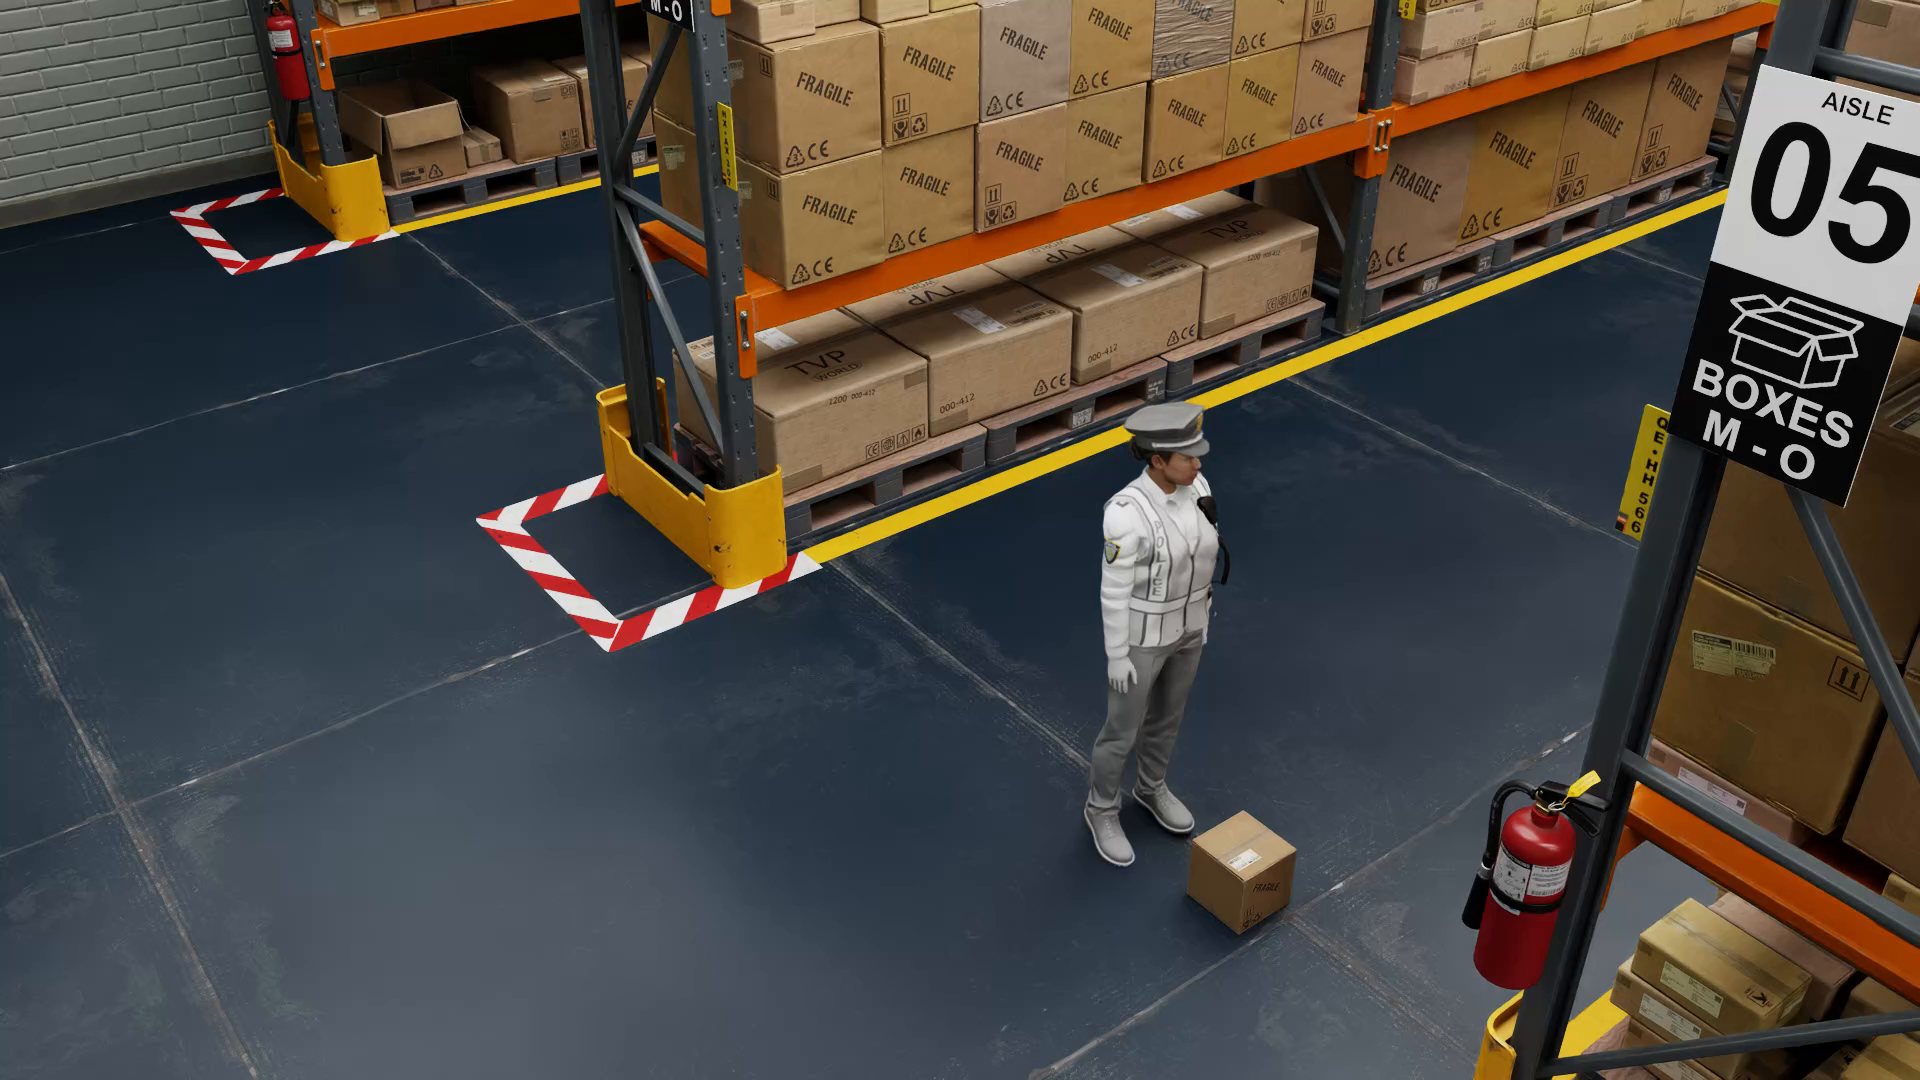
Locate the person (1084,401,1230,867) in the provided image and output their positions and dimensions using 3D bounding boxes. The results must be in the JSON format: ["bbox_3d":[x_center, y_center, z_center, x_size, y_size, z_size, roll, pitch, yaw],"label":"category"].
[{"bbox_3d":[0.668,0.312,5.615,0.496,1.708,0.334,-22,39,-31],"label":"person"}]
